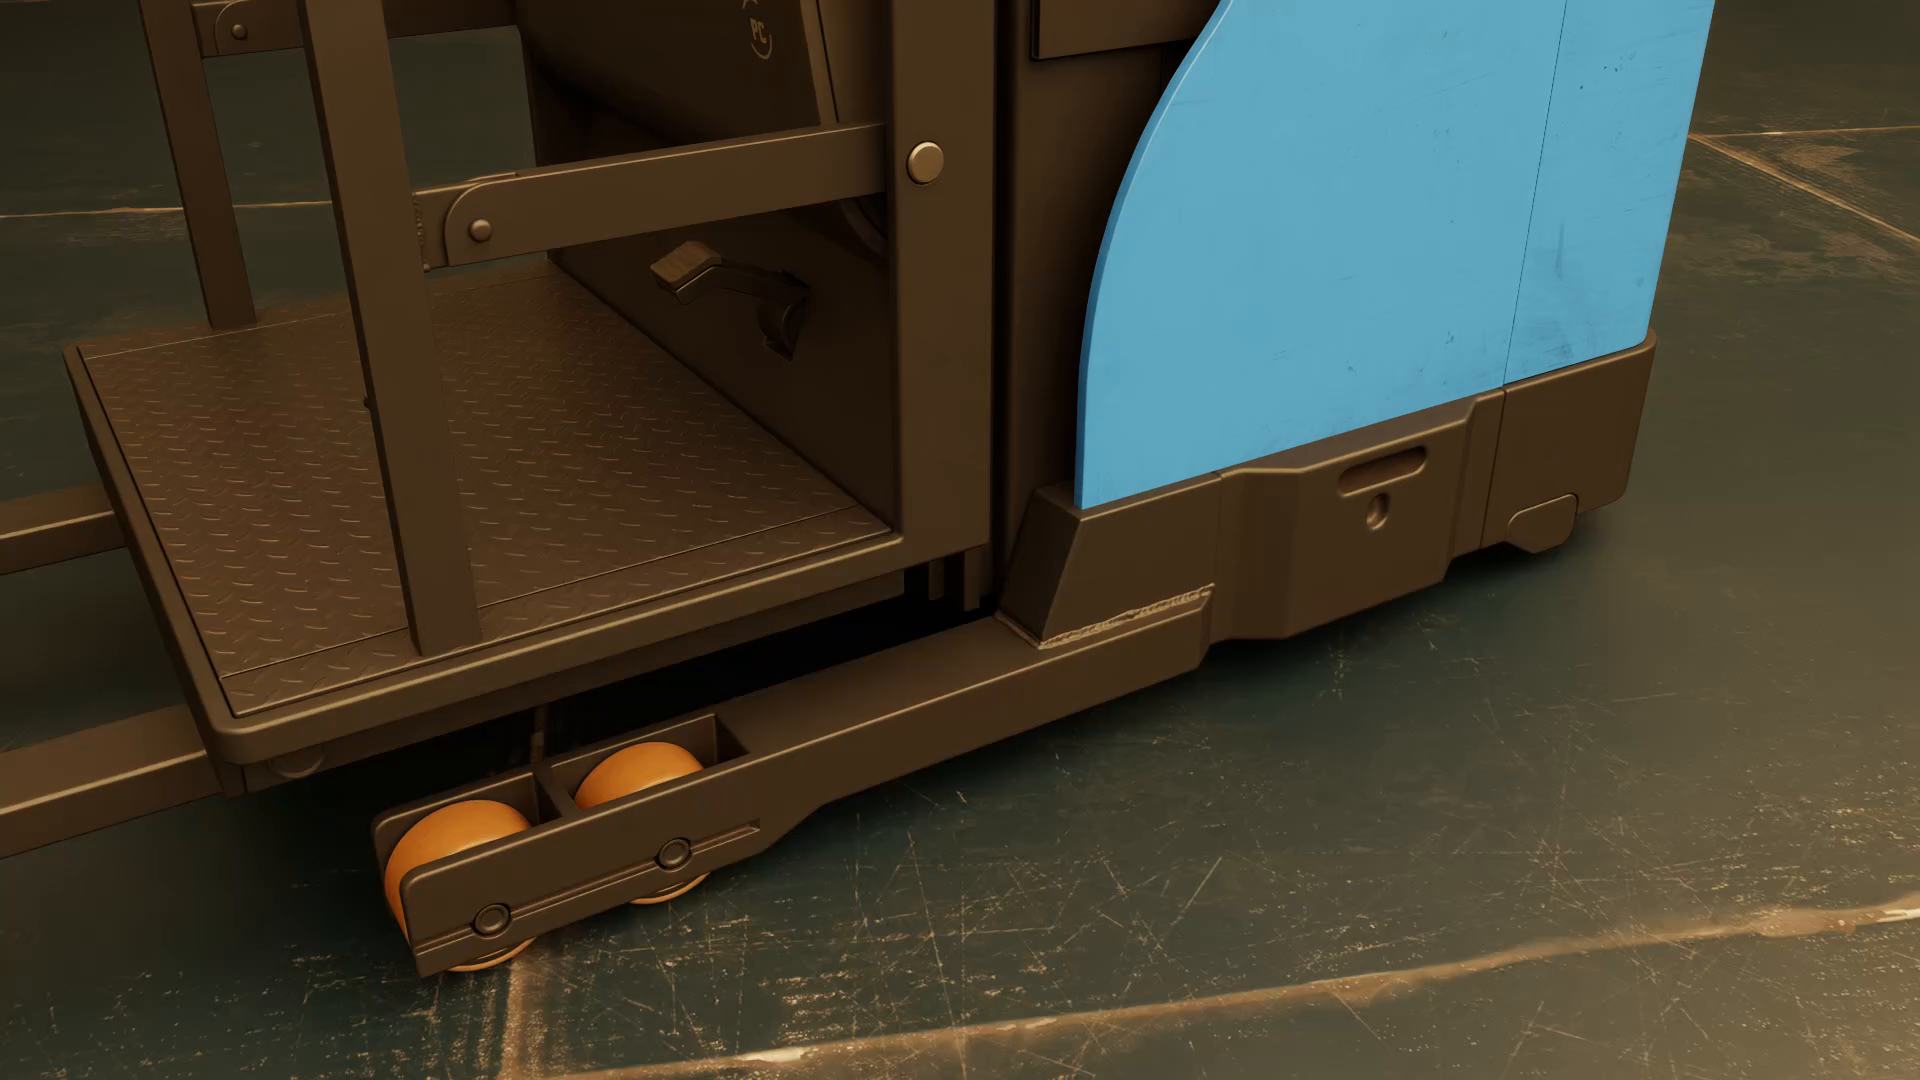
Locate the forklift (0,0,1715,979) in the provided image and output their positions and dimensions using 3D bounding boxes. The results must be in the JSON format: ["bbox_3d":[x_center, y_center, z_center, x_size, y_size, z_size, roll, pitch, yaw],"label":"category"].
[{"bbox_3d":[-0.516,-1.144,1.529,3.031,2.935,1.130,-16,32,-28],"label":"forklift"}]
